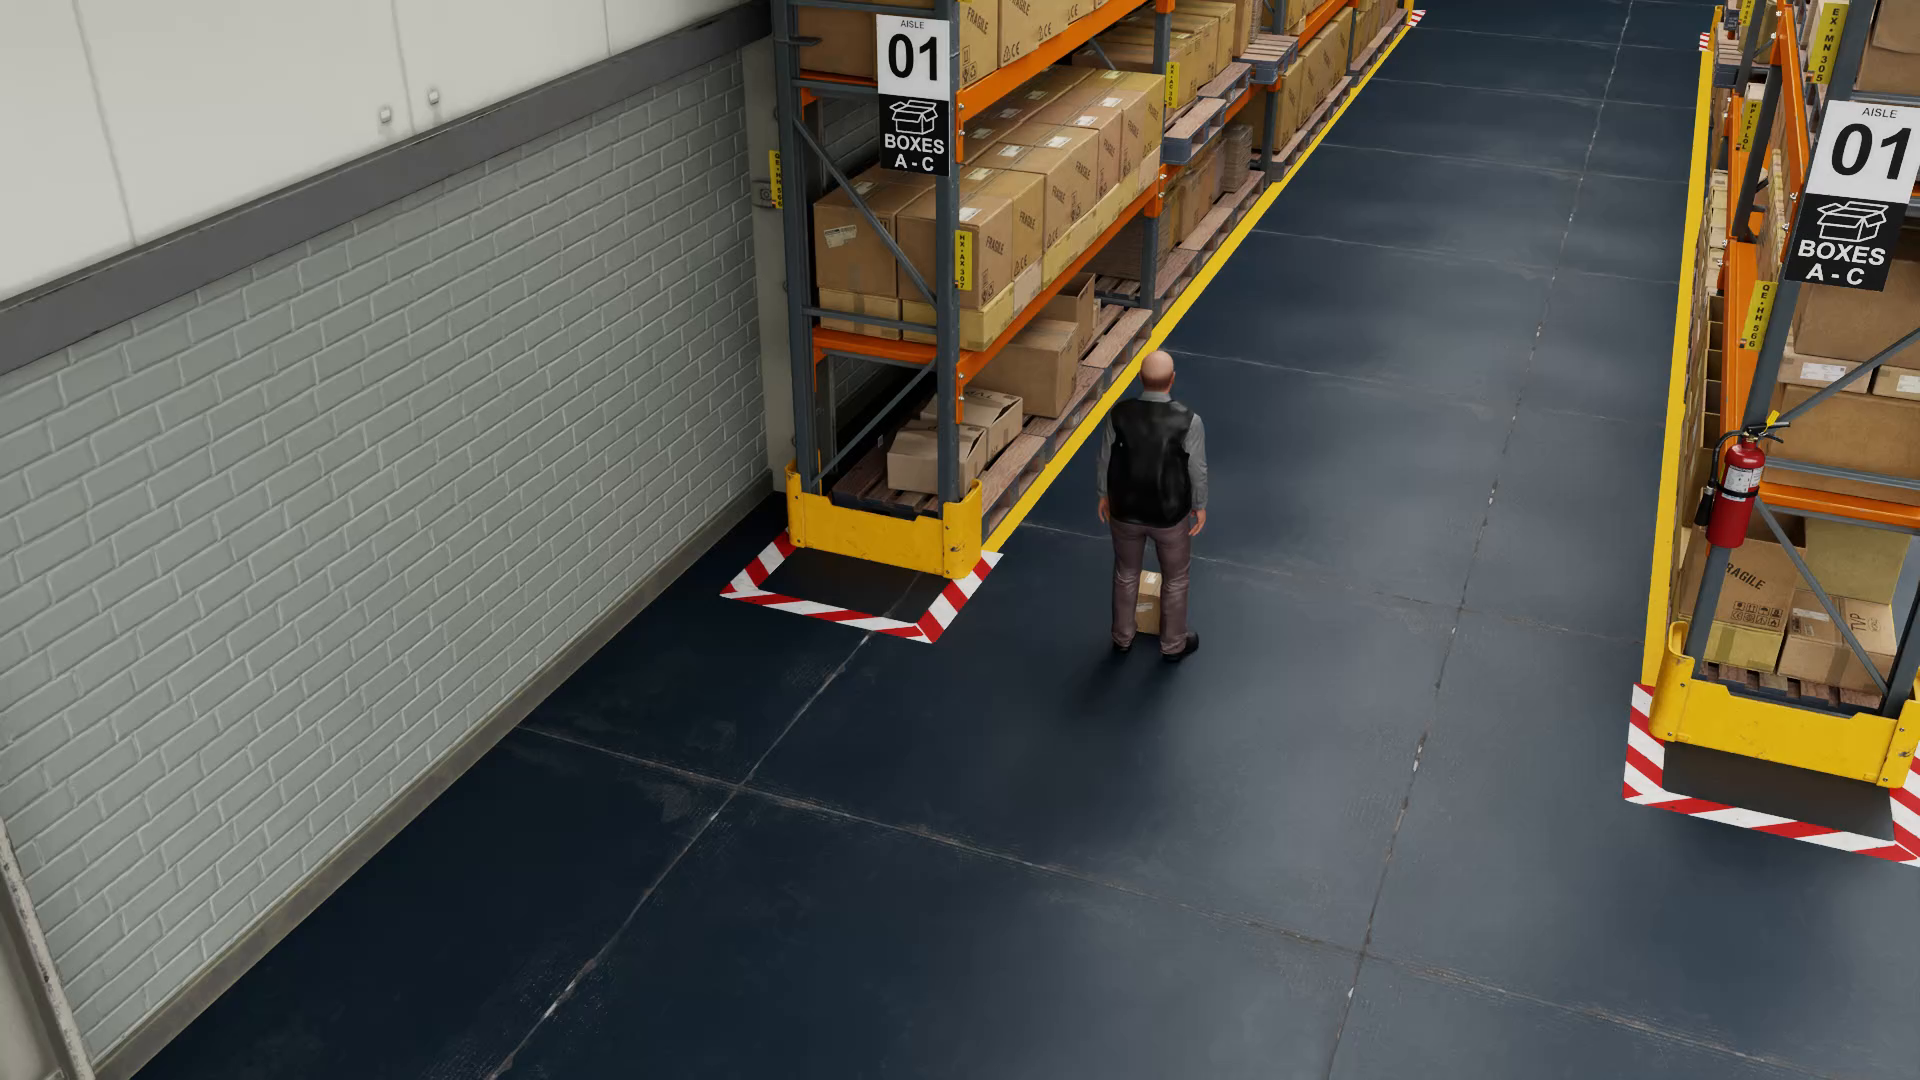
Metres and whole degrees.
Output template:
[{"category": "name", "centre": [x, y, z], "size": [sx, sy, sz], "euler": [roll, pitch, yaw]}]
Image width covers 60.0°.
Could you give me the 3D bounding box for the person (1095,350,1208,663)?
[{"category": "person", "centre": [0.994, -0.156, 8.700], "size": [0.594, 1.721, 0.416], "euler": [10, 31, 16]}]
